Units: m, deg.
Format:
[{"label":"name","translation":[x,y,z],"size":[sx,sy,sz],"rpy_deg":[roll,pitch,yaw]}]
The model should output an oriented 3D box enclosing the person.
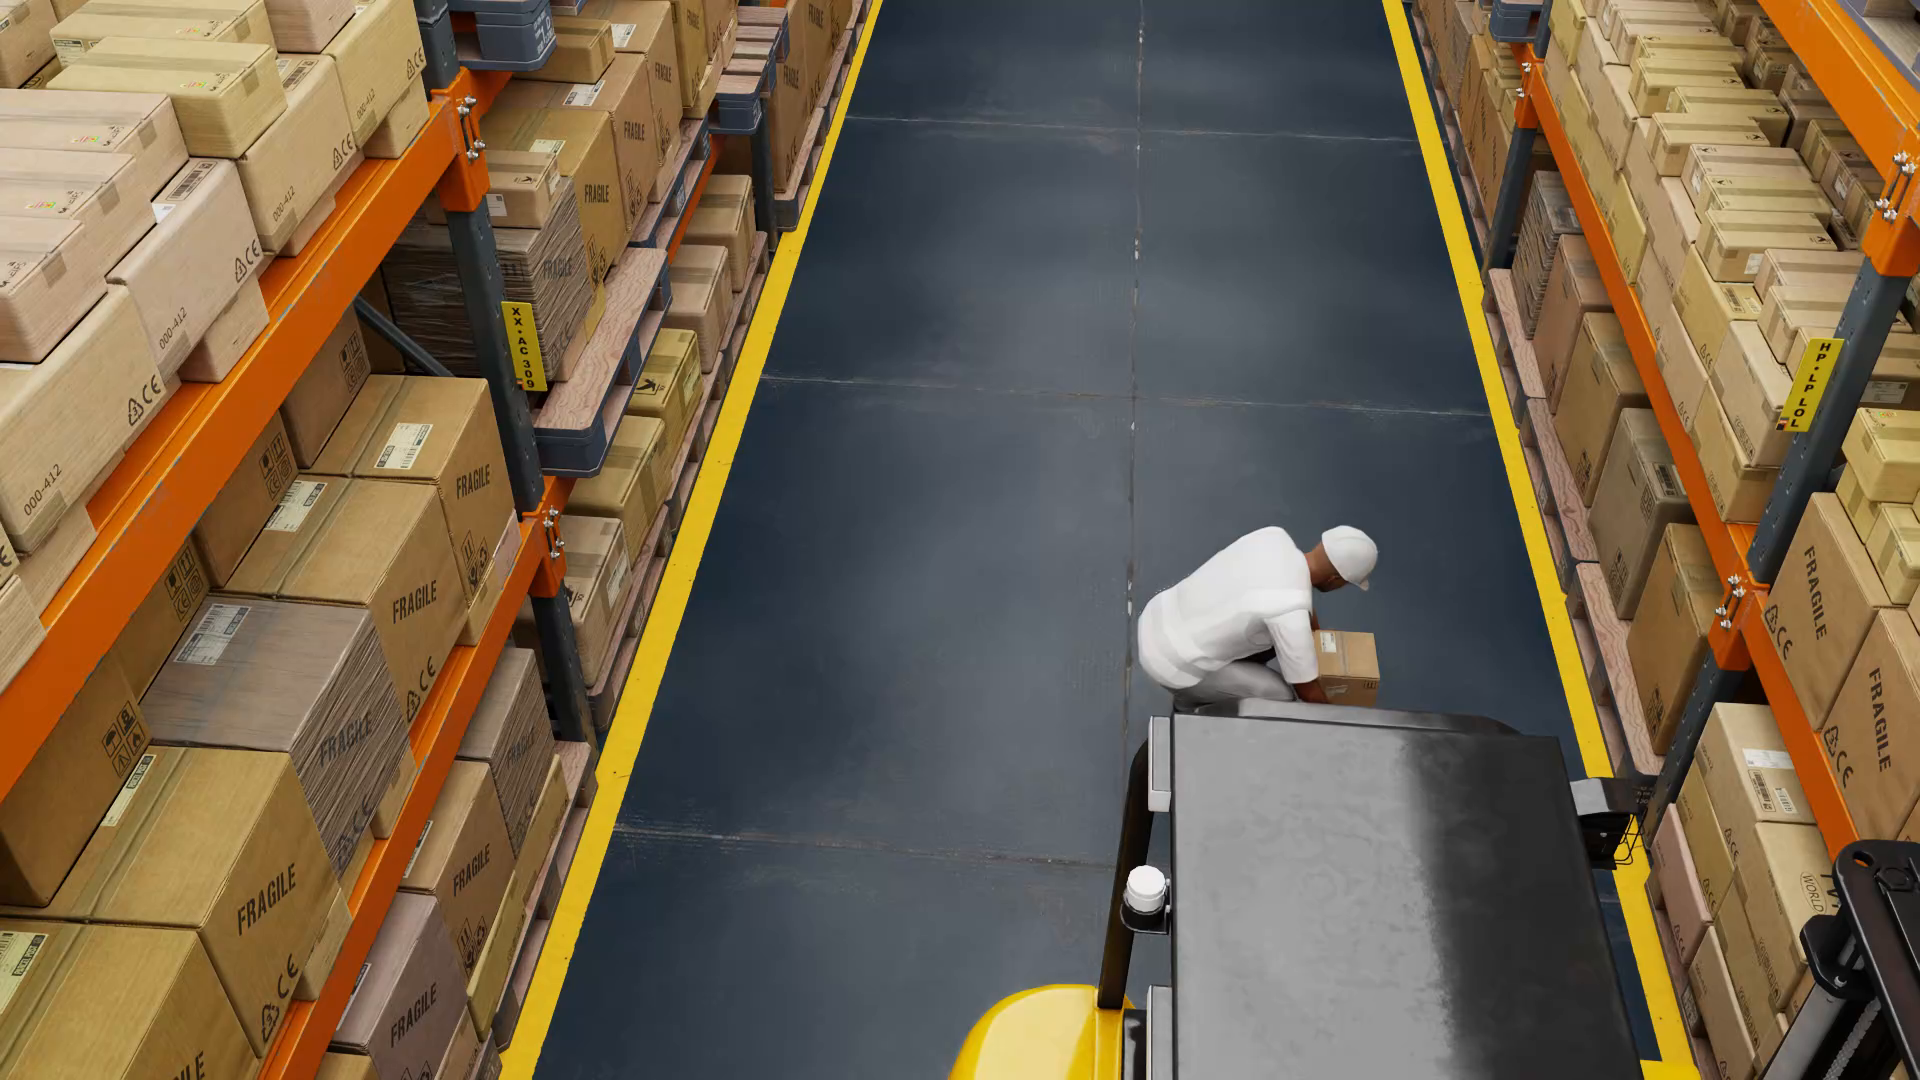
[{"label":"person","translation":[1.122,0.356,6.315],"size":[0.887,0.999,0.589],"rpy_deg":[3,40,4]}]
